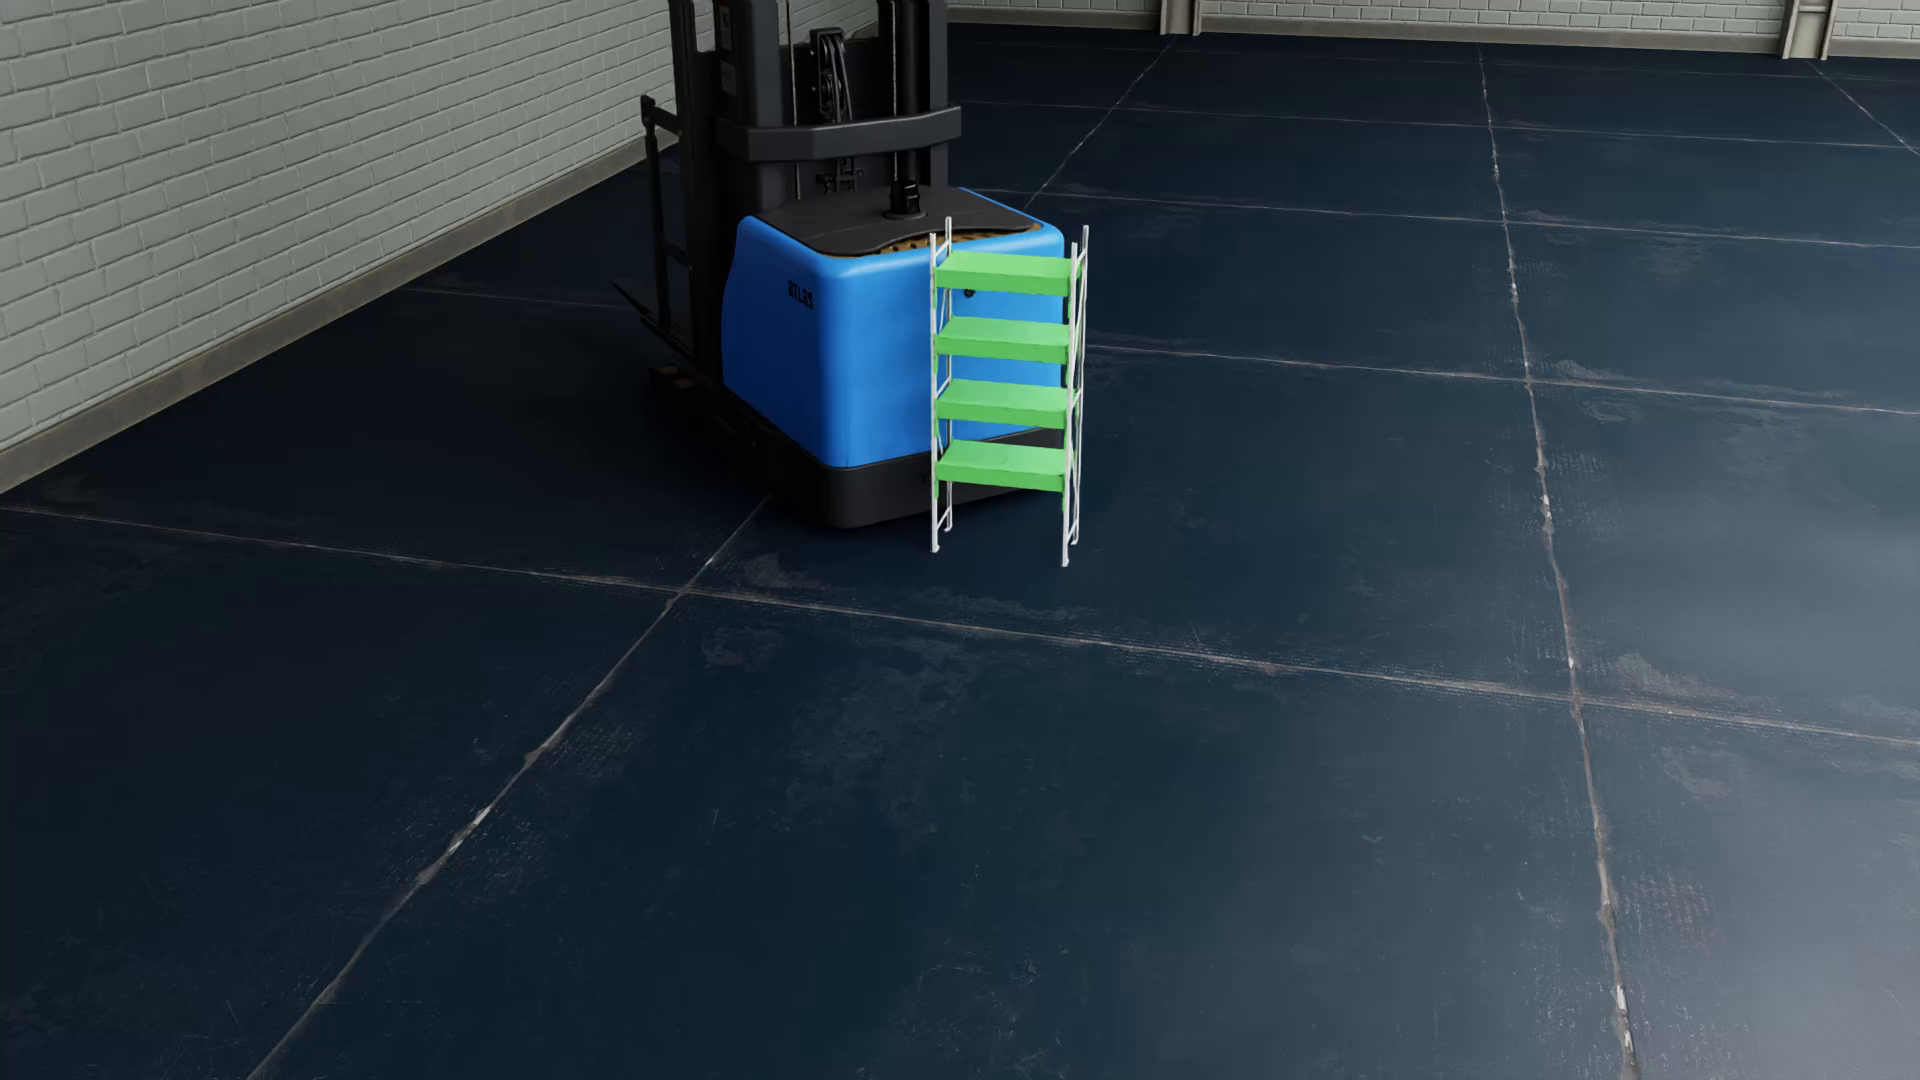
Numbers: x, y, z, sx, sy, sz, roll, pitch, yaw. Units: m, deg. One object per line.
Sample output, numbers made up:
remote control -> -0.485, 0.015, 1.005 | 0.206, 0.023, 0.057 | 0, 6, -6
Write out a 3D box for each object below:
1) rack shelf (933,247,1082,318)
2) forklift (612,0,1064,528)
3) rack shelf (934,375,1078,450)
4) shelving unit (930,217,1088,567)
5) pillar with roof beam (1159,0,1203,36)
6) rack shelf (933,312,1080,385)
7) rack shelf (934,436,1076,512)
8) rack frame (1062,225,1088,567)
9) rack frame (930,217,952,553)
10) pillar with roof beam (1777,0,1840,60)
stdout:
rack shelf -> 0.170, -0.894, 5.764 | 0.480, 0.148, 0.258 | 6, 26, 13
forklift -> -0.753, -1.962, 6.960 | 1.130, 2.935, 3.031 | -14, 29, -26
rack shelf -> 0.170, -0.461, 5.971 | 0.480, 0.148, 0.258 | 6, 26, 13
shelving unit -> 0.170, -0.518, 5.943 | 0.503, 1.200, 0.258 | 6, 26, 13
pillar with roof beam -> 1.233, -7.577, 11.697 | 0.400, 9.000, 9.100 | 6, 26, 13
rack shelf -> 0.170, -0.677, 5.867 | 0.480, 0.148, 0.258 | 6, 26, 13
rack shelf -> 0.170, -0.244, 6.074 | 0.480, 0.148, 0.258 | 6, 26, 13
rack frame -> 0.407, -0.493, 5.890 | 0.015, 1.200, 0.240 | 6, 26, 13
rack frame -> -0.067, -0.544, 5.996 | 0.015, 1.200, 0.240 | 6, 26, 13
pillar with roof beam -> 7.044, -6.935, 10.348 | 0.400, 9.000, 9.100 | 6, 26, 13
